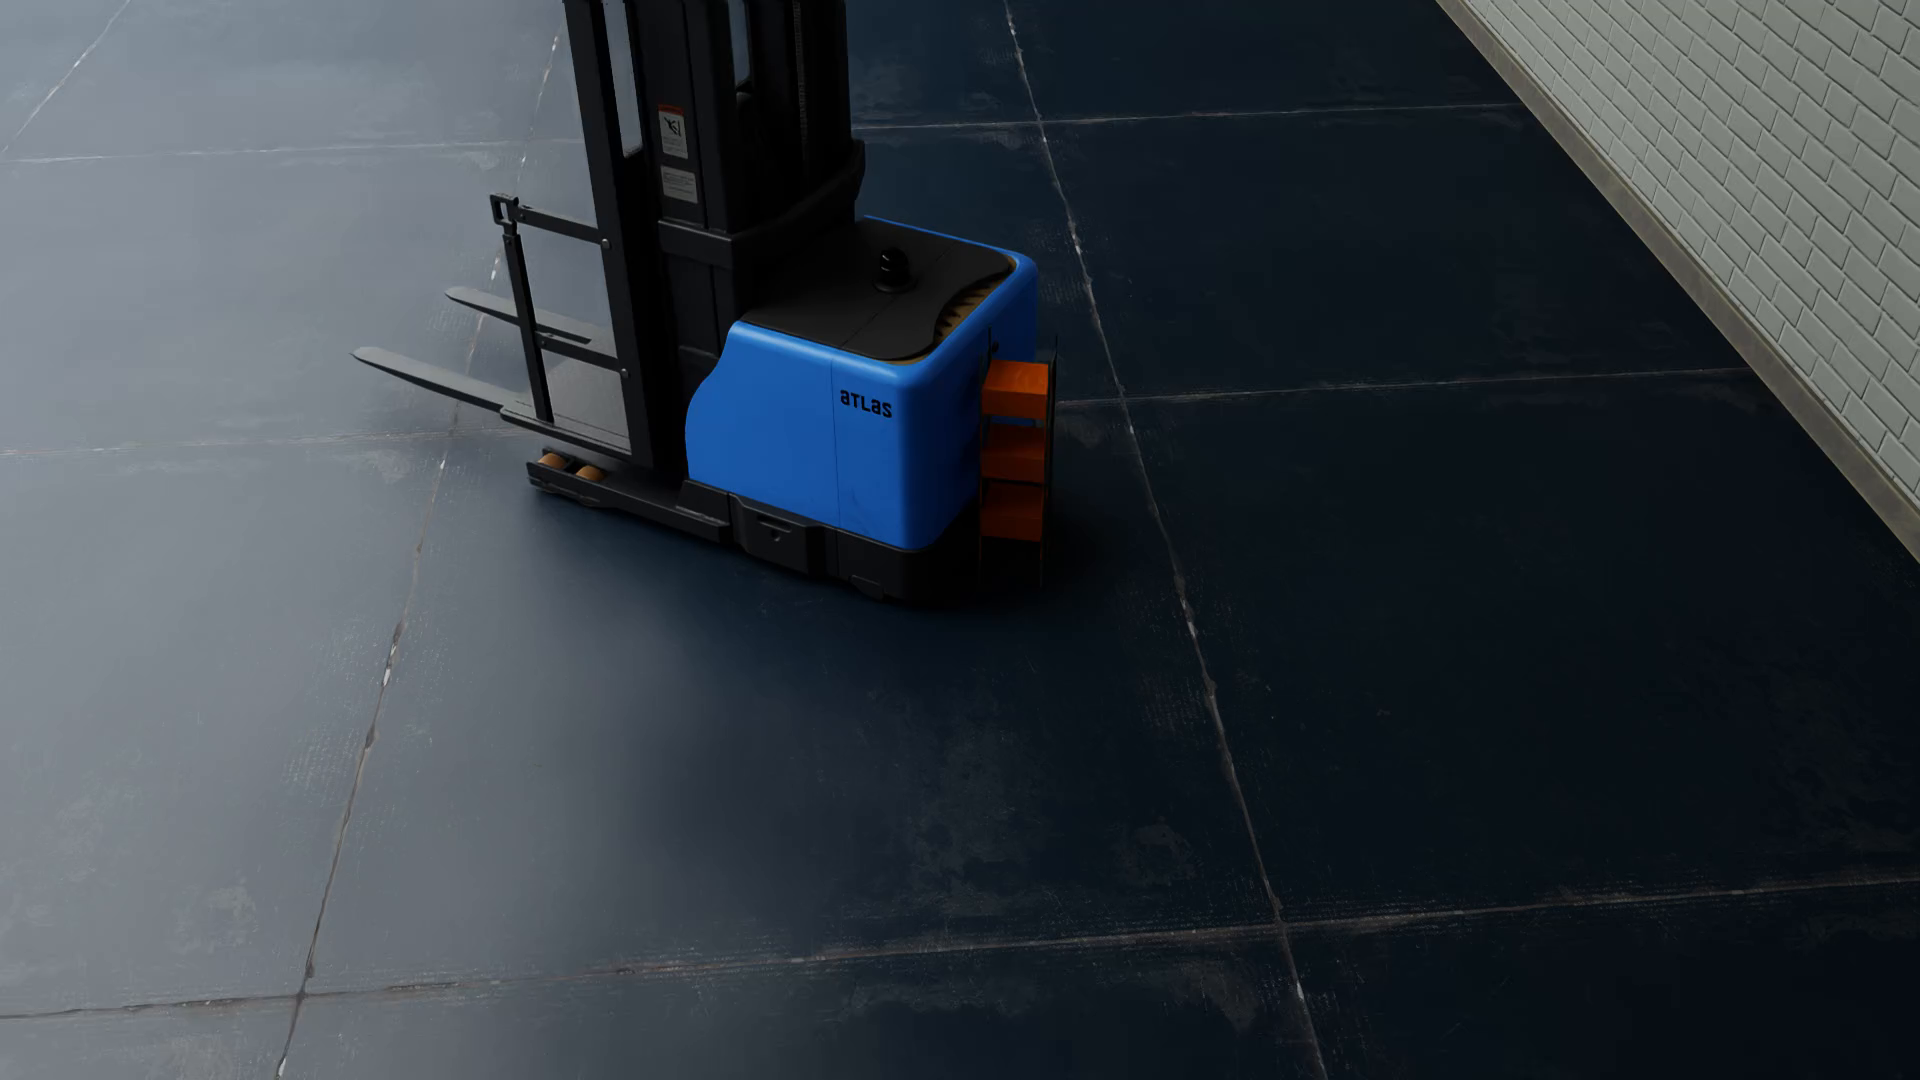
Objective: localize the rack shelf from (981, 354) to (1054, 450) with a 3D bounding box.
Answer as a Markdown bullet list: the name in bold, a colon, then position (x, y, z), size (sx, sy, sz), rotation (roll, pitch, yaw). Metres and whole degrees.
- **rack shelf**: position (0.213, -0.506, 6.103), size (0.240, 0.259, 0.215), rotation (6, 39, 8)

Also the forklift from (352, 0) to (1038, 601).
- **forklift**: position (-1.231, -1.560, 6.361), size (3.031, 2.935, 1.130), rotation (18, 42, 21)

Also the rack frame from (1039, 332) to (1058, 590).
- **rack frame**: position (0.333, -0.278, 6.255), size (0.008, 1.050, 0.200), rotation (6, 39, 8)

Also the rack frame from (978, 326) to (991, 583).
- **rack frame**: position (0.093, -0.305, 6.290), size (0.008, 1.050, 0.200), rotation (6, 39, 8)

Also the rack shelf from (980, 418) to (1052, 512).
- **rack shelf**: position (0.213, -0.283, 6.279), size (0.240, 0.259, 0.215), rotation (6, 39, 8)

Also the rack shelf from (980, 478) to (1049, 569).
- **rack shelf**: position (0.213, -0.065, 6.451), size (0.240, 0.259, 0.215), rotation (6, 39, 8)

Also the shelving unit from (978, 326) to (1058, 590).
- **shelving unit**: position (0.213, -0.292, 6.272), size (0.252, 1.050, 0.215), rotation (6, 39, 8)
